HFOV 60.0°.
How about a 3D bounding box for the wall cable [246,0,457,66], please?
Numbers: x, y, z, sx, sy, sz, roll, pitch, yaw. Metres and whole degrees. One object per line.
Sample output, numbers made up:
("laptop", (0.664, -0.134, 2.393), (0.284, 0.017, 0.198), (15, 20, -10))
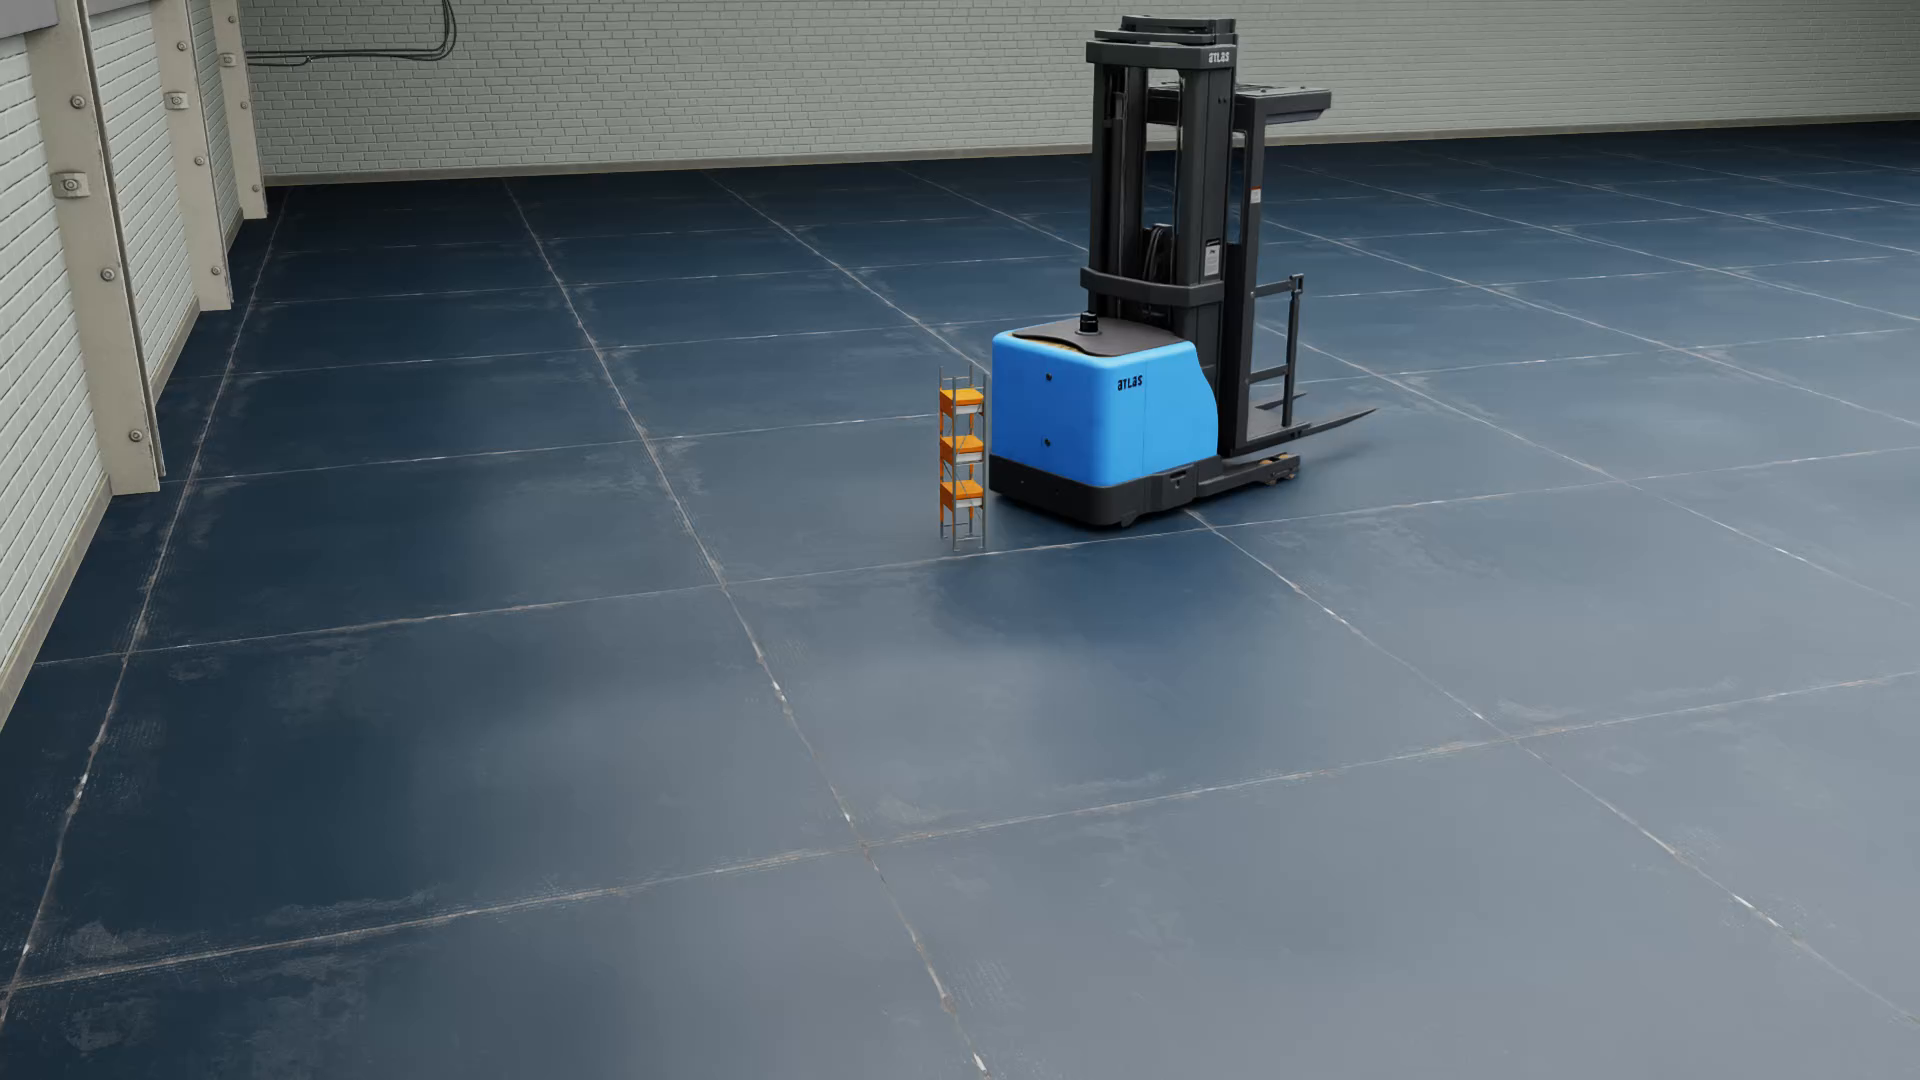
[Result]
("wall cable", (-8.854, -8.075, 23.678), (3.097, 2.526, 0.112), (-6, 21, -17))

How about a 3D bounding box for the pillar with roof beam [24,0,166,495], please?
("pillar with roof beam", (-1.325, -5.057, 10.682), (9.100, 9.000, 0.400), (-6, 21, -17))

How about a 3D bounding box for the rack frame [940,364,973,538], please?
("rack frame", (-0.022, -0.516, 9.800), (0.200, 1.050, 0.008), (-6, 21, -17))

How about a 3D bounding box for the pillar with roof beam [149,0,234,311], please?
("pillar with roof beam", (-3.210, -6.982, 16.043), (9.100, 9.000, 0.400), (-6, 21, -17))

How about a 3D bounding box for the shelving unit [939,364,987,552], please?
("shelving unit", (0.017, -0.477, 9.691), (0.215, 1.050, 0.252), (-6, 21, -17))

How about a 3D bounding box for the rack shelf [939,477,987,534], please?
("rack shelf", (0.017, -0.205, 9.789), (0.215, 0.259, 0.240), (-6, 21, -17))

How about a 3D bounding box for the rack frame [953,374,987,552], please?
("rack frame", (0.055, -0.438, 9.582), (0.200, 1.050, 0.008), (-6, 21, -17))

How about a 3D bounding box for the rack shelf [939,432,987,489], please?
("rack shelf", (0.017, -0.467, 9.695), (0.215, 0.259, 0.240), (-6, 21, -17))

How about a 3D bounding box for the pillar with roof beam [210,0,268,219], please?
("pillar with roof beam", (-5.096, -8.907, 21.403), (9.100, 9.000, 0.400), (-6, 21, -17))

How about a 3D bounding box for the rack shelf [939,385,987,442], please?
("rack shelf", (0.017, -0.734, 9.599), (0.215, 0.259, 0.240), (-6, 21, -17))

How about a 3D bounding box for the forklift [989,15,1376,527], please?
("forklift", (1.622, -1.855, 10.745), (3.031, 2.935, 1.130), (-17, 26, -39))
